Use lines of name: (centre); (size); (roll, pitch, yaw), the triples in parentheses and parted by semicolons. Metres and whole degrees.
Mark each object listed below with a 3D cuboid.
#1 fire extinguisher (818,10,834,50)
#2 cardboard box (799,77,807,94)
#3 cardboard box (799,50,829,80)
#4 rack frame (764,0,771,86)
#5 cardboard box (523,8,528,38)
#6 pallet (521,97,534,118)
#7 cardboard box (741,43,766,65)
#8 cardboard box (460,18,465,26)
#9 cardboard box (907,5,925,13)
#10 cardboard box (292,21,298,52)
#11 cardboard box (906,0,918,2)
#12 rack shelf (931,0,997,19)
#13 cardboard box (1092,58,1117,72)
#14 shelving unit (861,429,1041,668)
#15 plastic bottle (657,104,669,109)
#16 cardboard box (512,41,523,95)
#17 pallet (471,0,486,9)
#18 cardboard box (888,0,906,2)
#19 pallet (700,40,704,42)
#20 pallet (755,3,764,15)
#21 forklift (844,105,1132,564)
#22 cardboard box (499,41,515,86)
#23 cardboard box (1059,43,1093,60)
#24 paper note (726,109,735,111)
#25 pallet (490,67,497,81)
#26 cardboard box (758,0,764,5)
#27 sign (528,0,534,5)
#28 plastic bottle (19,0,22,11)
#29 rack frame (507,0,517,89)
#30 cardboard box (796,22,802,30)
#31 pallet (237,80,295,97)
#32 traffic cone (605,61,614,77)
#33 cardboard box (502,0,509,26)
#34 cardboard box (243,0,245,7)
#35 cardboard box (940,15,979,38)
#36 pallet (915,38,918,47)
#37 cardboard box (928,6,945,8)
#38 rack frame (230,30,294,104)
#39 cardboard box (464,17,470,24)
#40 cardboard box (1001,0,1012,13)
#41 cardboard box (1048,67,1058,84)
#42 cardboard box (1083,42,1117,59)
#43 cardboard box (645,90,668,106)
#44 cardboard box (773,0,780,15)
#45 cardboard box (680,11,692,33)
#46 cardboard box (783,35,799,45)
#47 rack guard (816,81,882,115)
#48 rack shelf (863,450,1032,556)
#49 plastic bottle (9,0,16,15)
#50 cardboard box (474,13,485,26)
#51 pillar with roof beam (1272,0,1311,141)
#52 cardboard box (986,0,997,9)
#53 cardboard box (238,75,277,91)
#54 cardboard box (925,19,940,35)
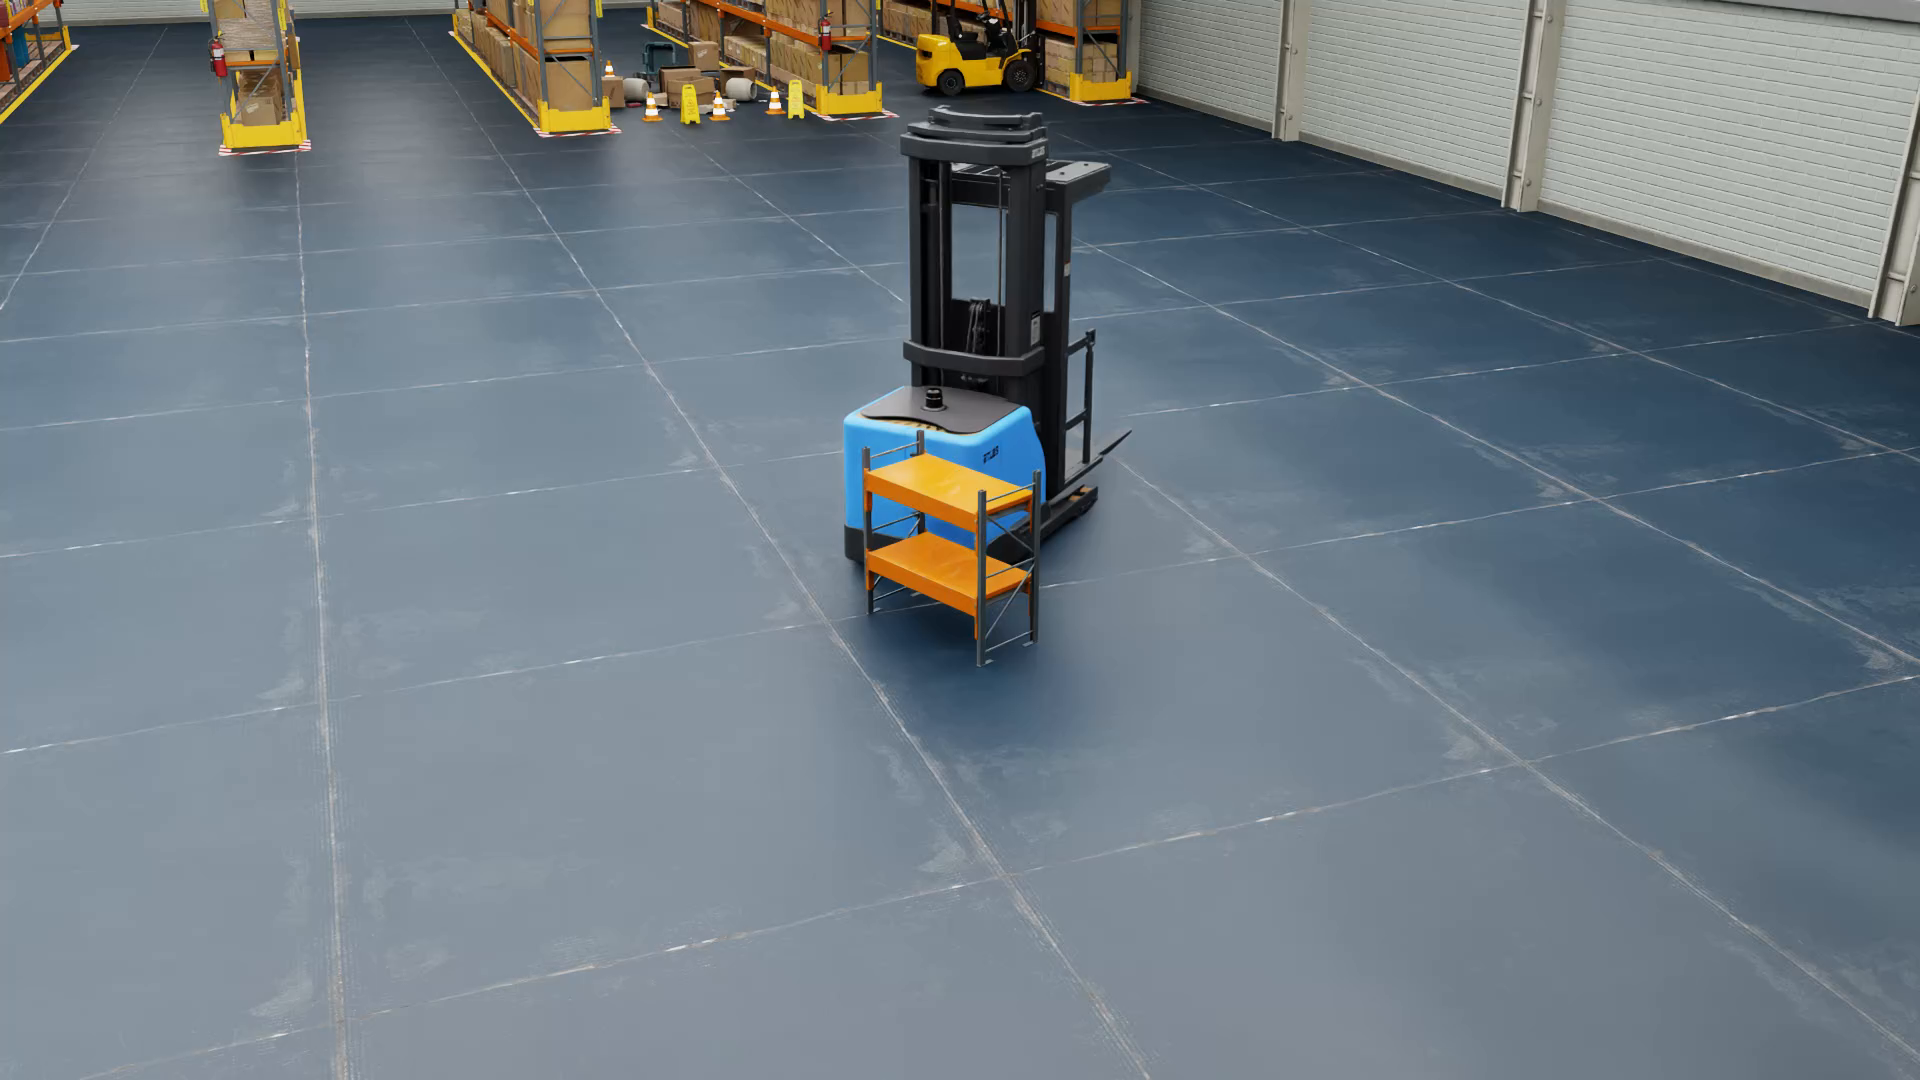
fire extinguisher: (-2.367, -8.989, 29.314); (0.296, 0.674, 0.183); (-8, 24, -19)
cardboard box: (-2.689, -8.502, 31.058); (0.500, 0.250, 0.500); (-8, 24, -19)
cardboard box: (-2.691, -8.846, 30.909); (0.500, 0.500, 0.500); (-7, 24, -17)
rack frame: (-3.389, -10.582, 32.996); (1.000, 3.000, 0.127); (-8, 24, -19)
cardboard box: (-7.266, -9.215, 29.559); (0.875, 0.550, 0.500); (-8, 24, -19)
pallet: (-7.354, -7.851, 30.104); (1.003, 0.211, 1.213); (-8, 24, -19)
cardboard box: (-4.081, -10.268, 35.093); (0.950, 0.372, 0.625); (-8, 24, -17)
cardboard box: (-12.076, -12.726, 40.828); (0.380, 0.149, 0.250); (-8, 24, -17)
cardboard box: (-1.053, -12.785, 40.065); (0.380, 0.149, 0.250); (-8, 24, -19)
cardboard box: (-14.605, -10.469, 34.922); (1.225, 0.875, 0.875); (-8, 24, -19)
cardboard box: (-1.173, -13.418, 41.566); (0.380, 0.149, 0.250); (-9, 25, -21)
rack shelf: (0.547, -11.660, 36.479); (1.077, 0.370, 4.000); (-8, 24, -19)
cardboard box: (2.694, -9.168, 31.995); (0.500, 0.250, 0.500); (-8, 24, -18)
shelving unit: (-0.062, 0.030, 10.230); (0.538, 1.125, 1.048); (-21, 30, -40)
plastic bottle: (-5.478, -7.981, 30.607); (0.133, 0.061, 0.283); (-18, 29, -37)
cardboard box: (-7.828, -8.843, 31.063); (0.875, 0.875, 0.875); (-8, 24, -18)
pallet: (-9.749, -11.476, 35.362); (1.213, 0.211, 1.003); (-8, 24, -19)
cardboard box: (-1.559, -13.395, 41.127); (0.380, 0.149, 0.250); (-10, 25, -22)
pallet: (-5.438, -11.490, 38.740); (1.003, 0.211, 1.213); (-8, 24, -19)
pallet: (-3.523, -10.792, 33.739); (1.003, 0.211, 1.213); (-8, 24, -19)
forklift: (0.363, -1.586, 11.739); (1.130, 2.935, 3.031); (12, 26, 26)
cardboard box: (-8.288, -9.237, 32.158); (1.050, 0.750, 0.750); (-8, 24, -19)
cardboard box: (2.212, -9.323, 31.720); (0.500, 0.250, 0.500); (-8, 24, -17)
paper note: (-4.172, -7.831, 30.291); (0.148, 0.019, 0.142); (-18, 29, -37)
pallet: (-9.189, -9.738, 34.583); (1.003, 0.211, 1.213); (-8, 24, -19)
cardboard box: (-3.829, -10.809, 33.317); (0.380, 0.149, 0.250); (-8, 24, -18)
sign: (-7.084, -8.986, 27.413); (0.100, 0.325, 0.005); (-8, 24, -19)
plastic bottle: (-19.424, -11.071, 34.218); (0.144, 0.351, 0.185); (-8, 24, -19)
rack frame: (-7.984, -9.867, 31.297); (1.000, 3.000, 0.127); (-8, 24, -19)
cardboard box: (-2.826, -9.575, 30.929); (0.380, 0.149, 0.250); (-9, 24, -20)
pallet: (-13.371, -8.664, 32.035); (1.003, 0.211, 1.213); (-8, 24, -19)
traffic cone: (-7.045, -9.392, 33.438); (0.336, 0.463, 0.334); (-8, 24, -19)
cardboard box: (-8.419, -10.066, 31.641); (0.500, 0.500, 0.500); (-8, 24, -19)
cardboard box: (-11.855, -8.760, 26.873); (0.500, 0.500, 0.500); (-8, 24, -19)
cardboard box: (0.048, -11.589, 37.901); (0.875, 0.625, 0.625); (-8, 24, -17)
pallet: (-0.388, -11.710, 39.261); (1.003, 0.211, 1.213); (-8, 24, -19)
cardboard box: (-0.559, -12.754, 39.989); (0.380, 0.149, 0.250); (-8, 24, -19)
rack frame: (-12.660, -9.223, 29.770); (1.000, 3.000, 0.127); (-8, 24, -19)
cardboard box: (-11.602, -12.388, 39.645); (0.380, 0.149, 0.250); (-10, 25, -22)
cardboard box: (1.166, -11.114, 34.128); (0.500, 0.500, 0.500); (-9, 24, -20)
cardboard box: (2.038, -9.047, 32.353); (0.500, 0.250, 0.500); (-8, 24, -19)
cardboard box: (2.673, -9.399, 31.901); (0.500, 0.250, 0.500); (-9, 24, -20)
cardboard box: (-5.654, -8.235, 30.946); (0.396, 0.266, 0.258); (-4, 23, -10)
cardboard box: (-3.295, -10.388, 32.023); (0.500, 0.500, 0.500); (-8, 24, -19)
cardboard box: (-6.337, -12.745, 40.885); (0.875, 0.438, 0.875); (-9, 24, -20)
cardboard box: (-3.164, -9.564, 31.779); (0.380, 0.149, 0.250); (-7, 24, -16)
rack guard: (-2.003, -8.005, 30.098); (1.175, 0.500, 0.348); (-8, 24, -19)
rack shelf: (-0.062, -0.239, 10.116); (0.538, 0.278, 1.000); (-21, 30, -40)
plastic bottle: (-19.100, -10.738, 33.428); (0.144, 0.351, 0.185); (-8, 24, -19)
cardboard box: (-10.606, -11.663, 37.271); (0.500, 0.250, 0.500); (-8, 24, -18)
pillar with roof beam: (1.356, -10.182, 24.321); (9.100, 9.000, 0.400); (-8, 24, -19)
cardboard box: (0.830, -11.343, 34.993); (0.500, 0.250, 0.500); (-8, 24, -18)
cardboard box: (-12.347, -7.906, 29.324); (0.500, 0.500, 0.500); (-1, 23, -2)
cardboard box: (-0.510, -11.884, 38.762); (0.500, 0.500, 0.500); (-8, 24, -17)
